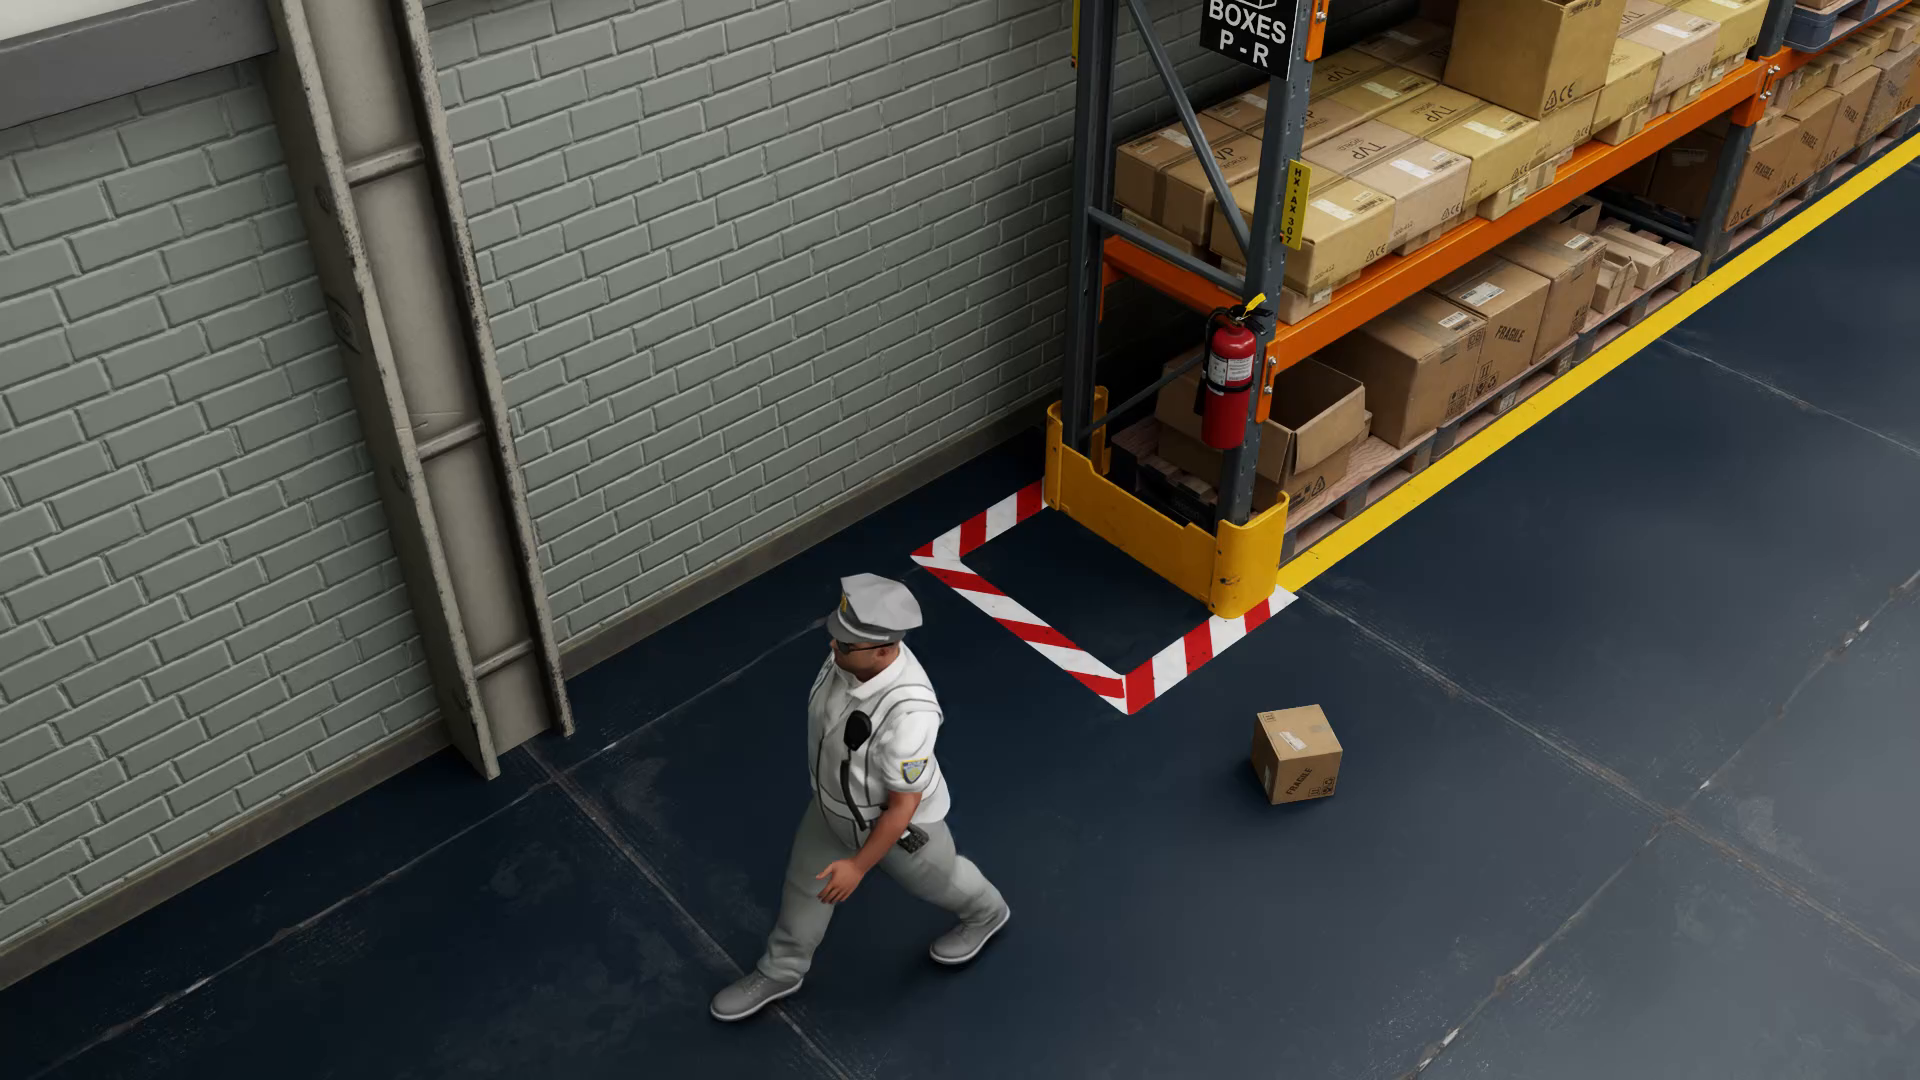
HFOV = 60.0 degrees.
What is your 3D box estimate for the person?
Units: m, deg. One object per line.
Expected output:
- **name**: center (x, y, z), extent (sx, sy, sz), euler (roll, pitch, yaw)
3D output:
- **person**: center (-0.312, 0.821, 5.121), extent (1.061, 1.700, 0.547), euler (-22, 44, -24)
